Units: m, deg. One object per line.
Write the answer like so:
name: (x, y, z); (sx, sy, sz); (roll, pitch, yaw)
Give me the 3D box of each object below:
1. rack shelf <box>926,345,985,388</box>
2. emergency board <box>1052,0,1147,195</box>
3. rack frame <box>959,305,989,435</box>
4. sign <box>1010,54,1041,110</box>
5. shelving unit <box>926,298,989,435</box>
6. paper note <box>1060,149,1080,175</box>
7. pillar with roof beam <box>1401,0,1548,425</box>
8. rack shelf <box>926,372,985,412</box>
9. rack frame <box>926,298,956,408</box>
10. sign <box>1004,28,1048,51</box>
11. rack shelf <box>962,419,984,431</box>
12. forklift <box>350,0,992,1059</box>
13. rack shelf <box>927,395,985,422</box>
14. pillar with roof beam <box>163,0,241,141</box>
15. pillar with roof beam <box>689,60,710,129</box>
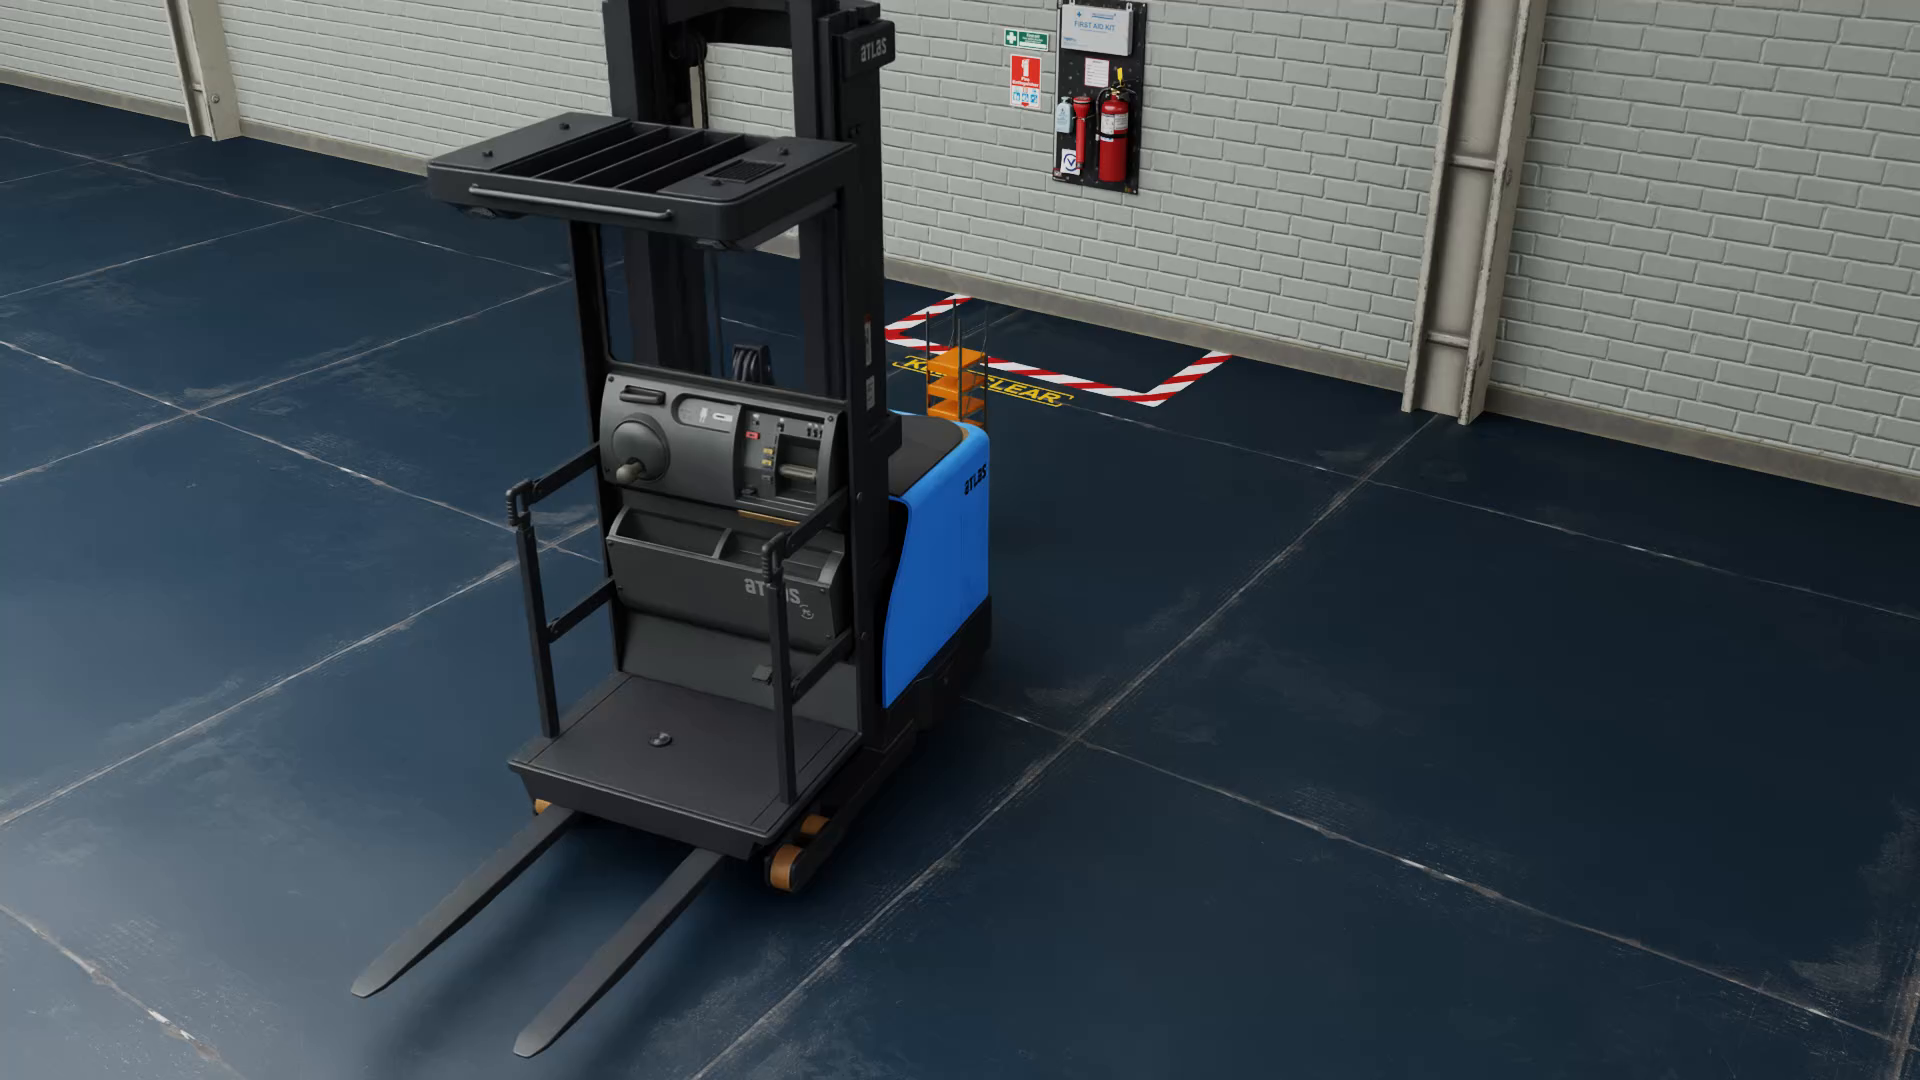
rack shelf: (-0.012, -0.820, 7.842); (0.180, 0.103, 0.258); (17, 32, 30)
emergency board: (0.818, -2.752, 10.350); (0.643, 1.169, 0.194); (17, 32, 30)
rack frame: (0.063, -0.515, 7.939); (0.006, 1.200, 0.240); (17, 32, 30)
sign: (0.421, -2.948, 10.697); (0.234, 0.329, 0.001); (17, 32, 30)
shelving unit: (-0.012, -0.538, 7.985); (0.189, 1.200, 0.258); (17, 32, 30)
paper note: (0.711, -2.430, 10.690); (0.142, 0.148, 0.016); (17, 32, 30)
pillar with roof beam: (0.396, -3.167, 4.552); (0.400, 9.000, 9.100); (17, 32, 30)
rack shelf: (-0.012, -0.713, 7.896); (0.180, 0.103, 0.258); (17, 32, 30)
rack frame: (-0.087, -0.562, 8.031); (0.006, 1.200, 0.240); (17, 32, 30)
sign: (0.420, -3.180, 10.568); (0.331, 0.109, 0.001); (17, 32, 30)
rack shelf: (-0.012, -0.499, 8.005); (0.180, 0.103, 0.258); (17, 32, 30)
forklift: (-0.931, -0.296, 5.600); (1.130, 2.935, 3.031); (12, 29, 21)
rack shelf: (-0.012, -0.606, 7.951); (0.180, 0.103, 0.258); (17, 32, 30)
pillar with roof beam: (-9.495, -6.249, 10.607); (0.400, 9.000, 9.100); (17, 32, 30)
pillar with roof beam: (-4.549, -4.708, 7.579); (0.400, 9.000, 9.100); (17, 32, 30)
